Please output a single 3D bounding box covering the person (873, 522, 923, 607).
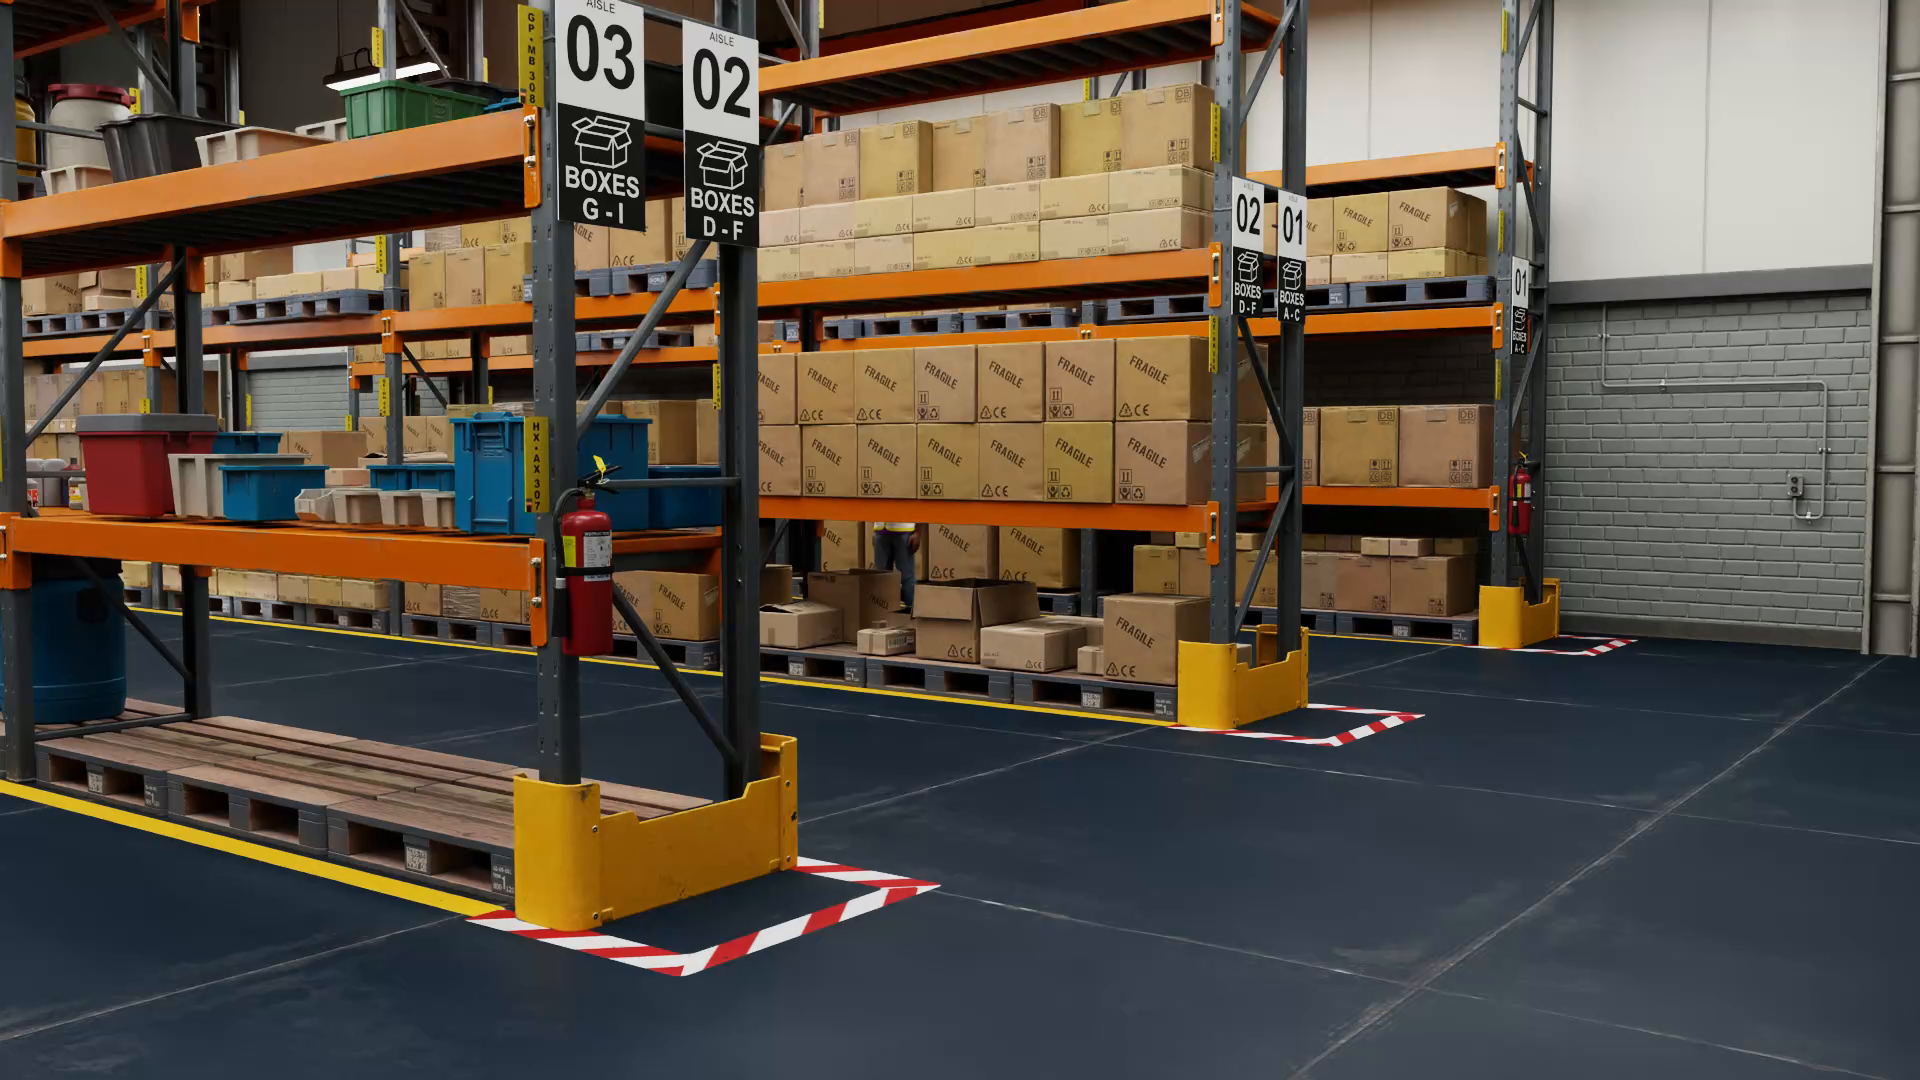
[{"bbox_3d":[-0.566,-0.046,14.756,0.562,1.783,0.380,2,4,37],"label":"person"}]
